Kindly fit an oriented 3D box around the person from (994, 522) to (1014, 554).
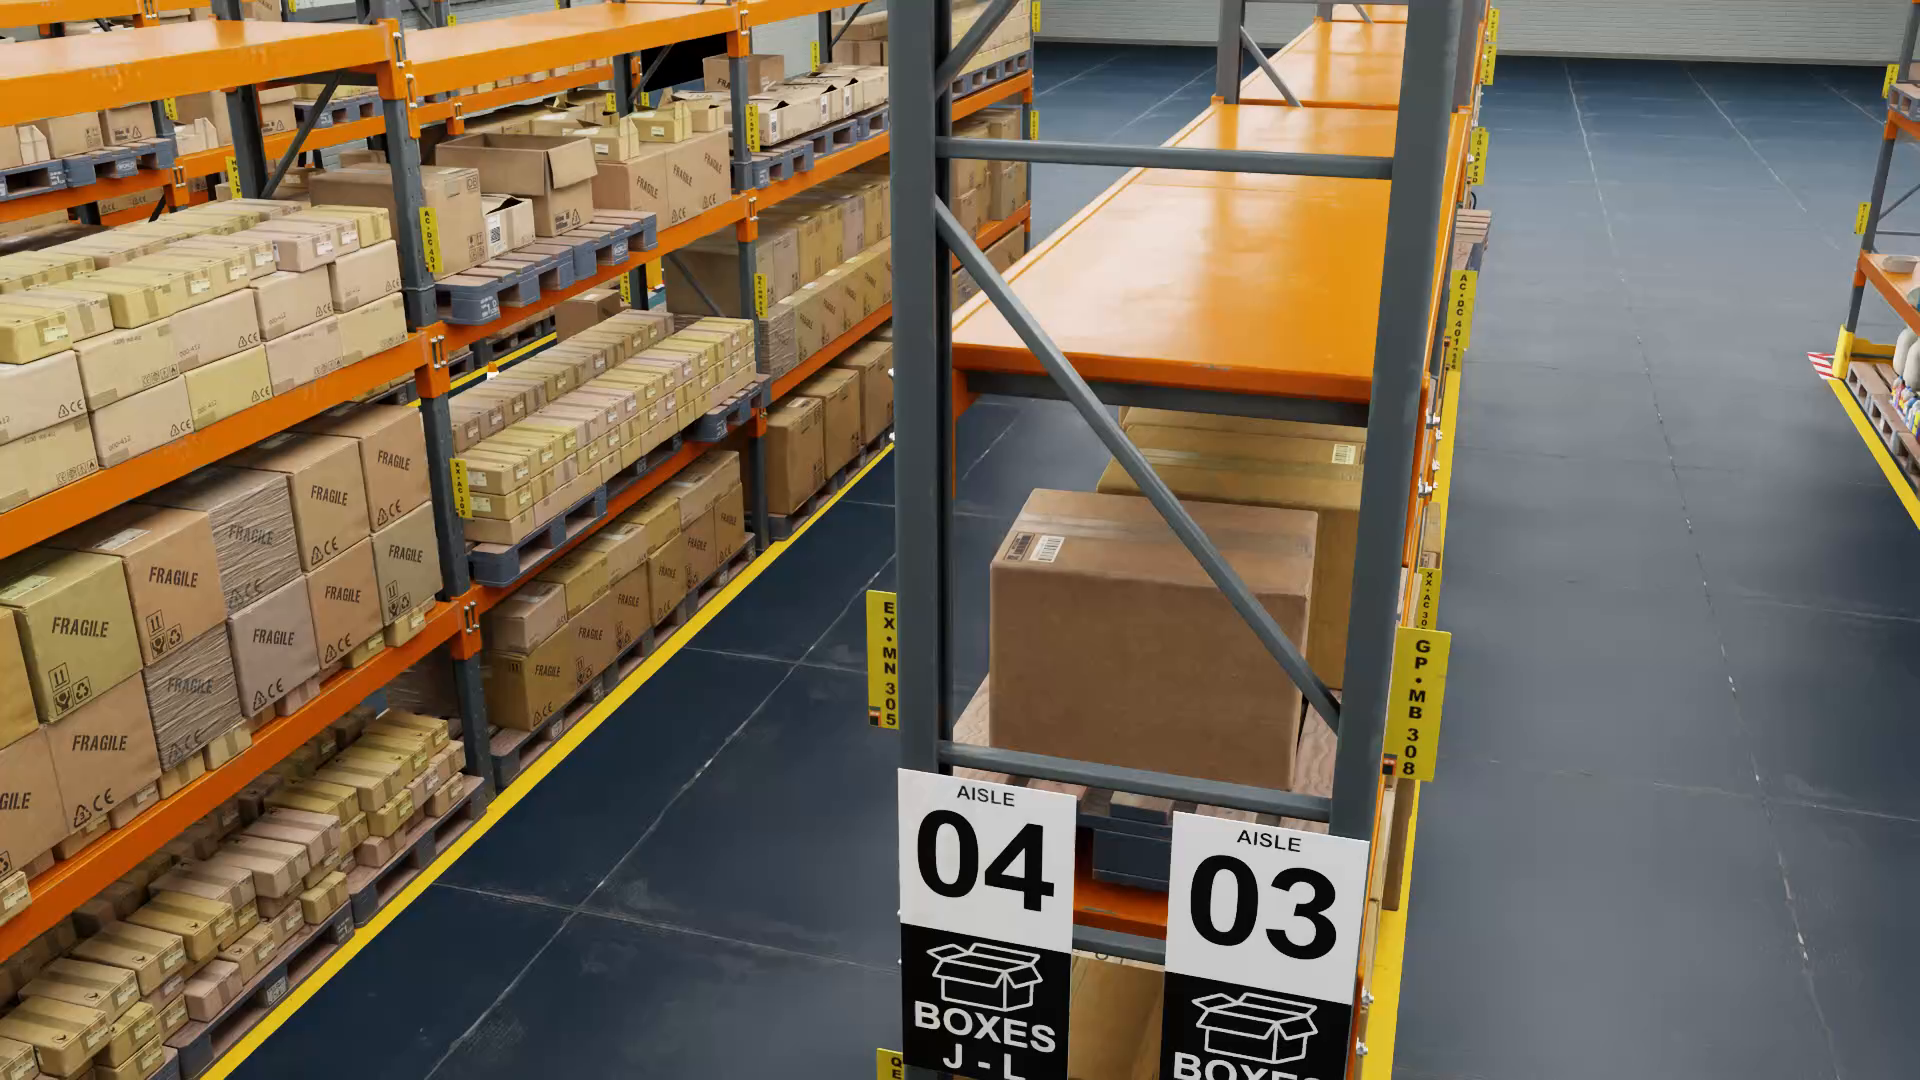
[{"bbox_3d":[0.682,0.233,11.768,0.871,0.770,0.459,6,23,14],"label":"person"}]
